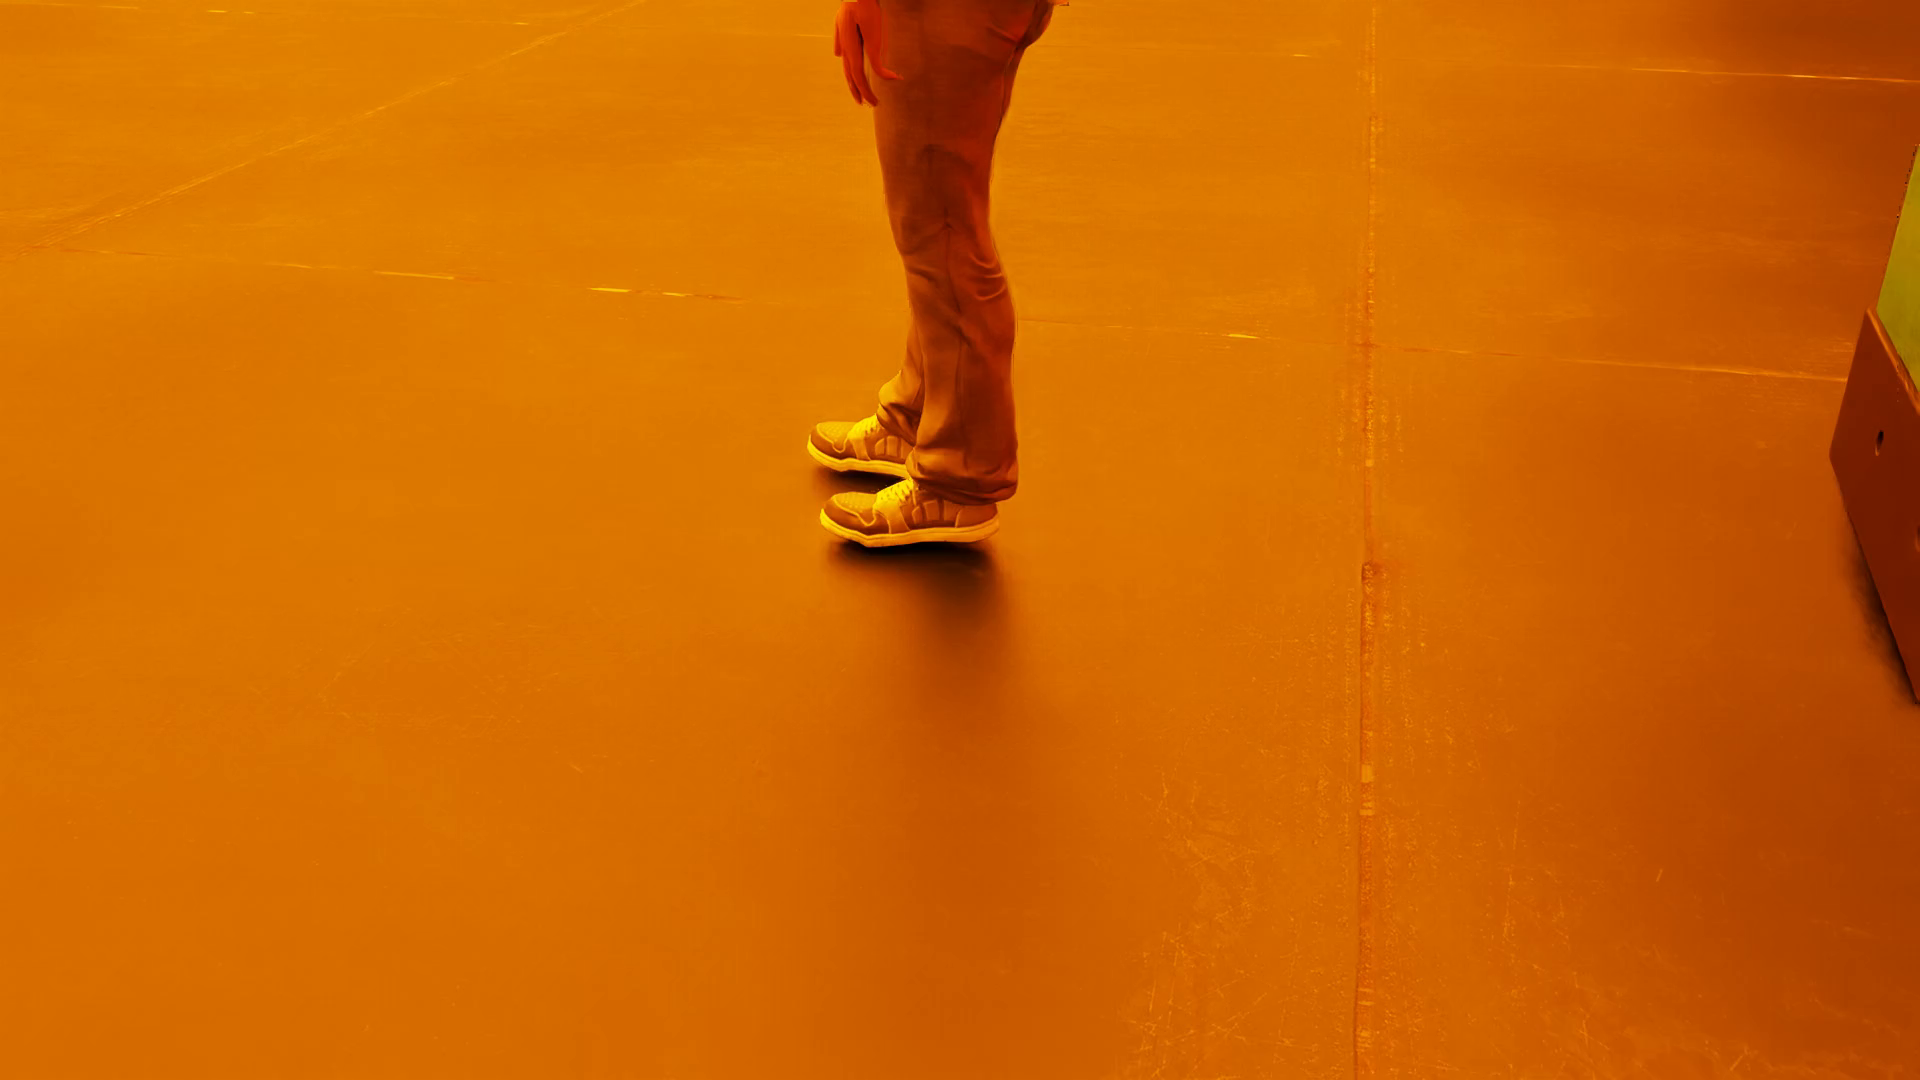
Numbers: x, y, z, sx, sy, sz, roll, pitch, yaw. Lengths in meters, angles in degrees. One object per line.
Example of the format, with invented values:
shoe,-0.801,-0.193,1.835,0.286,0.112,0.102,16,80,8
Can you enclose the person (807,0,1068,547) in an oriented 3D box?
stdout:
person,-0.082,-0.729,2.163,0.489,1.598,0.506,8,28,16

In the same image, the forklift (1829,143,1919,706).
forklift,2.671,-0.984,1.196,3.031,2.935,1.130,8,28,16
